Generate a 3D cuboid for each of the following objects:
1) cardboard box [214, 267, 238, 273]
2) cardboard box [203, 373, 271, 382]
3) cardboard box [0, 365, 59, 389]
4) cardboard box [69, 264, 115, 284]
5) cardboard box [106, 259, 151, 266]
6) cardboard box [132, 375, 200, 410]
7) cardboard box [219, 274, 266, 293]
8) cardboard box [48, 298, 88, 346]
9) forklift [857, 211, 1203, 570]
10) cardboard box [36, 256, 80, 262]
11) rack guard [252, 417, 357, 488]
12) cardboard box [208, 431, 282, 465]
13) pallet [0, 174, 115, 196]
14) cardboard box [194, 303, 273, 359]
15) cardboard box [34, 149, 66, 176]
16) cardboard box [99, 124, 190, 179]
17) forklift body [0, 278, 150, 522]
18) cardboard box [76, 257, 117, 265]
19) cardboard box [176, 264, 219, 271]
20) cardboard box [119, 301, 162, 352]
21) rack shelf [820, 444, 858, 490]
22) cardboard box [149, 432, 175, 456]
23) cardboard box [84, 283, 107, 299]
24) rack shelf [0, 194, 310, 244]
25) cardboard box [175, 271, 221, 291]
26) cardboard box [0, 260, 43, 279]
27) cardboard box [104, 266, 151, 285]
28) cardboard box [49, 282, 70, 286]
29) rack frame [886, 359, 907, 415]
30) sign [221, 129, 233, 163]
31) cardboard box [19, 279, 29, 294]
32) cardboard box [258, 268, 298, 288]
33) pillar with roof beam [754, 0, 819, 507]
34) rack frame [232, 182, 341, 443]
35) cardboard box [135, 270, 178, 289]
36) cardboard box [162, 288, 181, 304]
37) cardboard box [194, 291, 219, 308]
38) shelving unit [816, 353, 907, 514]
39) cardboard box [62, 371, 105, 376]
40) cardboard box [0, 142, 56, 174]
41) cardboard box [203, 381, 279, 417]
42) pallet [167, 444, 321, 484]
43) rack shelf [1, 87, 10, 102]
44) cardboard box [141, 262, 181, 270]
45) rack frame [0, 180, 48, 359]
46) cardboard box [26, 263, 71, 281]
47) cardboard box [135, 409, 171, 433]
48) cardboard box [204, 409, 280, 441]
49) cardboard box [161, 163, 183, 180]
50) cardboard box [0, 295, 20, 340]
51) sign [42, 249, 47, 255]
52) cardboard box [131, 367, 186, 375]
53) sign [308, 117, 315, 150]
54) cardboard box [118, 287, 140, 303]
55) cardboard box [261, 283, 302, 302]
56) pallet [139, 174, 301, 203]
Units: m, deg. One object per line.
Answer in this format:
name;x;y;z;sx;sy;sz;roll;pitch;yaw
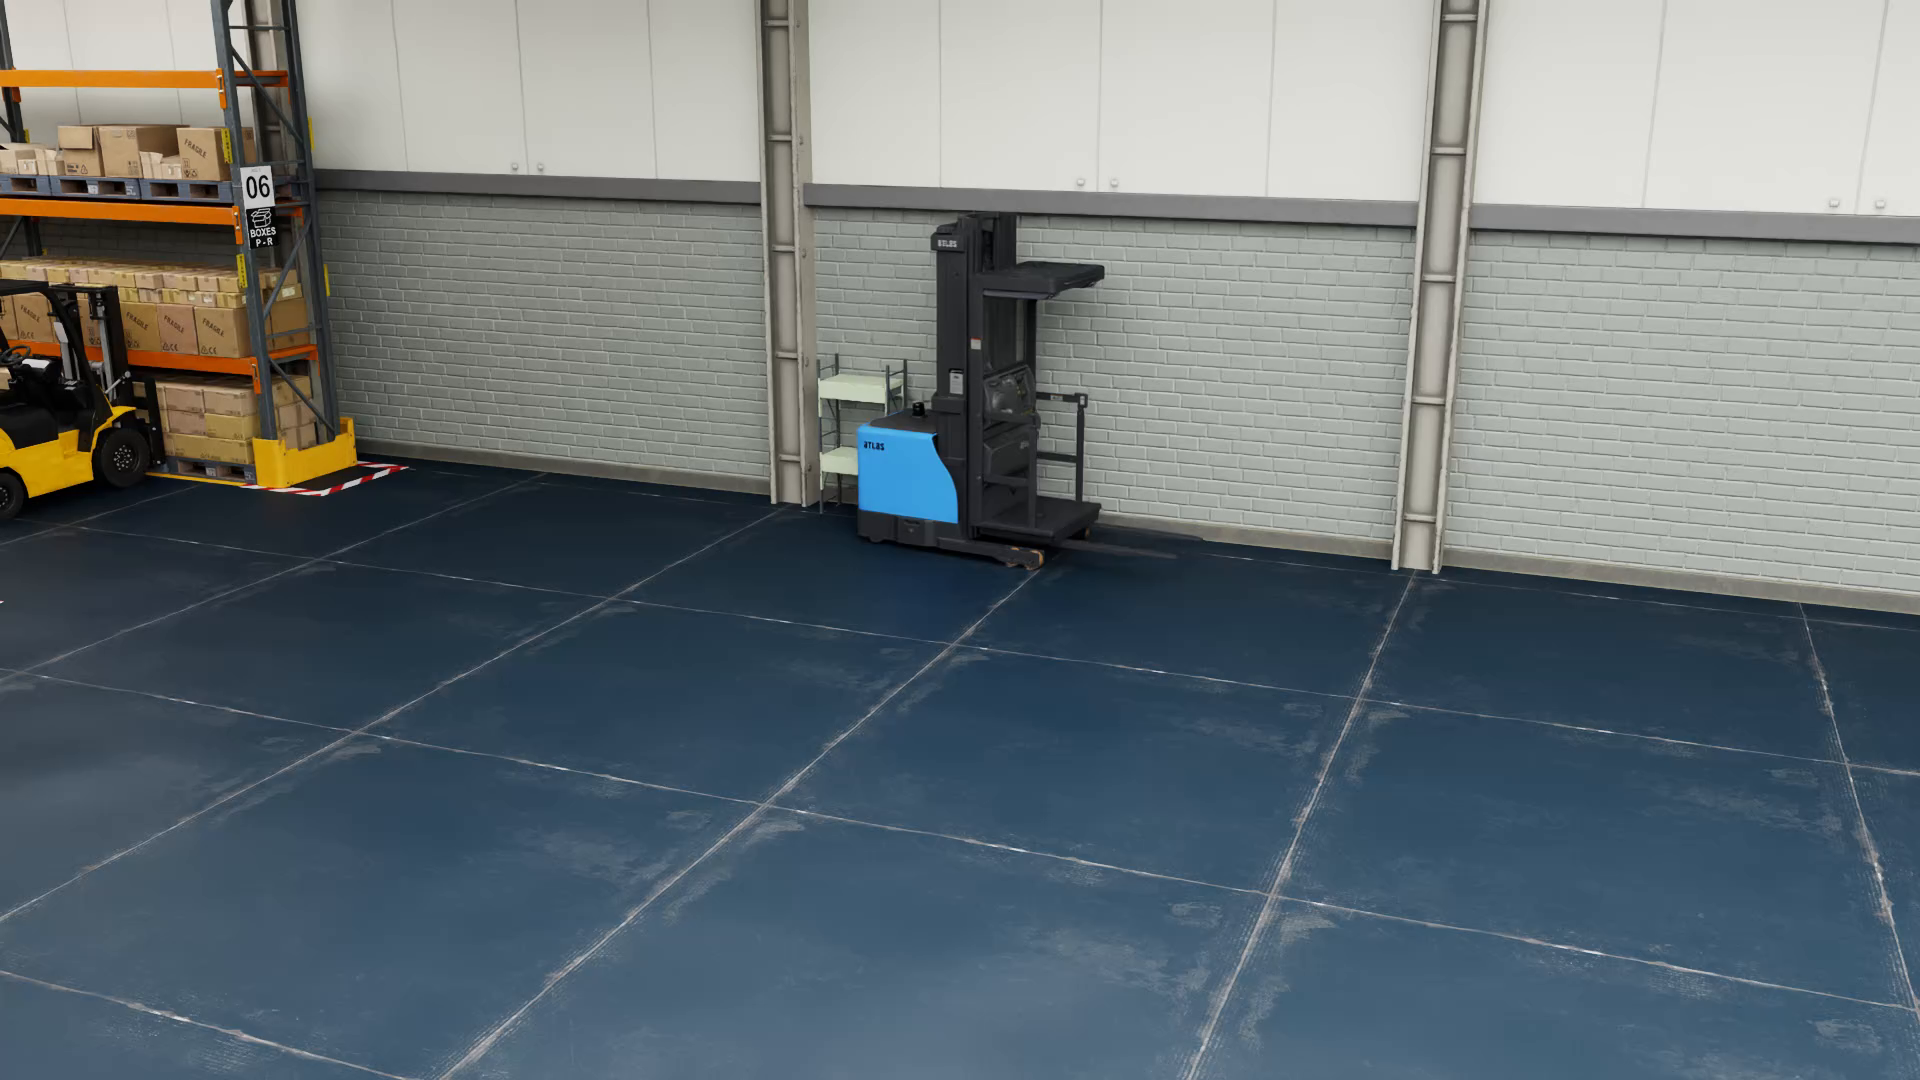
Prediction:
cardboard box;-7.611;-2.784;17.508;0.250;0.149;0.380;7;17;22
cardboard box;-7.739;-1.643;17.839;0.500;0.250;0.500;6;17;21
cardboard box;-10.281;-1.773;18.286;0.500;0.250;0.500;6;17;20
cardboard box;-9.201;-2.824;17.645;0.250;0.149;0.380;6;17;20
cardboard box;-9.029;-2.951;18.083;0.250;0.149;0.380;6;17;20
cardboard box;-8.388;-1.561;17.555;0.500;0.250;0.500;7;17;21
cardboard box;-7.306;-2.618;16.934;0.250;0.149;0.380;6;17;21
cardboard box;-9.337;-2.377;17.802;0.500;0.500;0.500;6;17;20
forklift;0.613;-1.320;14.464;3.031;2.935;1.130;8;18;26
cardboard box;-9.990;-3.054;18.438;0.250;0.149;0.380;6;17;19
rack guard;-6.873;-0.930;17.482;0.348;0.500;1.175;6;17;21
cardboard box;-7.448;-0.981;17.350;0.500;0.250;0.500;6;17;21
pallet;-9.813;-3.860;17.868;1.213;0.211;1.003;6;17;21
cardboard box;-7.449;-2.164;17.067;0.500;0.500;0.500;6;17;19
cardboard box;-9.347;-3.938;17.285;0.258;0.266;0.396;6;17;19
cardboard box;-8.313;-3.984;17.026;0.500;0.500;0.700;6;17;21
forklift body;-9.329;-1.447;16.299;1.214;2.155;2.313;6;17;21
cardboard box;-9.483;-3.021;18.324;0.250;0.149;0.380;6;17;20
cardboard box;-8.090;-2.834;17.679;0.250;0.149;0.380;7;18;22
cardboard box;-8.405;-2.271;17.438;0.500;0.500;0.500;6;17;20
rack shelf;-0.926;-0.669;15.957;0.720;0.370;0.431;7;18;23
cardboard box;-8.369;-1.088;17.718;0.500;0.250;0.500;6;17;21
cardboard box;-8.985;-2.638;17.537;0.250;0.149;0.380;6;17;19
rack shelf;-8.756;-3.433;17.529;4.000;0.370;1.077;6;17;21
cardboard box;-7.800;-2.655;17.061;0.250;0.149;0.380;7;17;22
cardboard box;-10.146;-2.937;18.032;0.250;0.149;0.380;7;17;21
cardboard box;-8.735;-2.773;17.469;0.250;0.149;0.380;7;17;21
cardboard box;-9.476;-2.684;17.696;0.250;0.149;0.380;6;17;20
rack frame;-0.593;-0.940;15.720;0.023;1.500;0.400;7;18;23
sign;-7.107;-3.822;16.131;0.005;0.325;0.100;6;17;21
cardboard box;-9.922;-2.756;17.943;0.250;0.149;0.380;6;17;21
cardboard box;-7.129;-2.725;17.305;0.250;0.149;0.380;6;17;20
pillar with roof beam;-3.210;-3.589;11.396;0.400;9.000;9.100;6;17;21
rack frame;-6.895;-2.133;17.142;0.127;3.000;1.000;6;17;21
cardboard box;-8.287;-2.697;17.208;0.250;0.149;0.380;7;18;22
cardboard box;-8.015;-2.545;17.217;0.250;0.149;0.380;6;17;20
cardboard box;-7.569;-2.474;16.973;0.250;0.149;0.380;7;17;22
shelving unit;-0.926;-0.982;15.866;0.755;1.500;0.431;7;18;23
cardboard box;-9.342;-1.670;17.932;0.500;0.250;0.500;7;18;23
cardboard box;-9.932;-4.042;17.562;0.500;0.311;0.500;7;17;22
cardboard box;-7.438;-1.461;17.211;0.500;0.250;0.500;7;18;22
pallet;-7.622;-0.862;17.763;1.213;0.211;1.003;6;17;21
rack shelf;-12.477;-5.091;18.576;4.000;0.370;1.077;6;17;21
cardboard box;-8.558;-2.891;17.876;0.250;0.149;0.380;6;17;21
rack frame;-10.616;-2.543;18.551;0.127;3.000;1.000;6;17;21
cardboard box;-9.710;-2.855;17.752;0.250;0.149;0.380;7;17;22
cardboard box;-8.413;-1.325;17.639;0.500;0.250;0.500;6;17;19
cardboard box;-7.463;-1.223;17.289;0.500;0.250;0.500;6;17;20
cardboard box;-7.777;-3.709;16.707;0.250;0.149;0.380;6;17;19
cardboard box;-10.299;-2.477;18.148;0.500;0.500;0.500;6;17;19
sign;-10.414;-3.140;18.916;0.005;0.325;0.100;6;17;21
cardboard box;-8.674;-1.751;18.211;0.500;0.250;0.500;6;17;20
sign;-6.686;-4.175;17.085;0.005;0.325;0.100;6;17;21
cardboard box;-8.523;-2.581;17.340;0.250;0.149;0.380;6;17;21
cardboard box;-7.116;-2.595;17.389;0.250;0.149;0.380;6;17;19
pallet;-7.543;-3.610;17.008;1.213;0.211;1.003;6;17;21
